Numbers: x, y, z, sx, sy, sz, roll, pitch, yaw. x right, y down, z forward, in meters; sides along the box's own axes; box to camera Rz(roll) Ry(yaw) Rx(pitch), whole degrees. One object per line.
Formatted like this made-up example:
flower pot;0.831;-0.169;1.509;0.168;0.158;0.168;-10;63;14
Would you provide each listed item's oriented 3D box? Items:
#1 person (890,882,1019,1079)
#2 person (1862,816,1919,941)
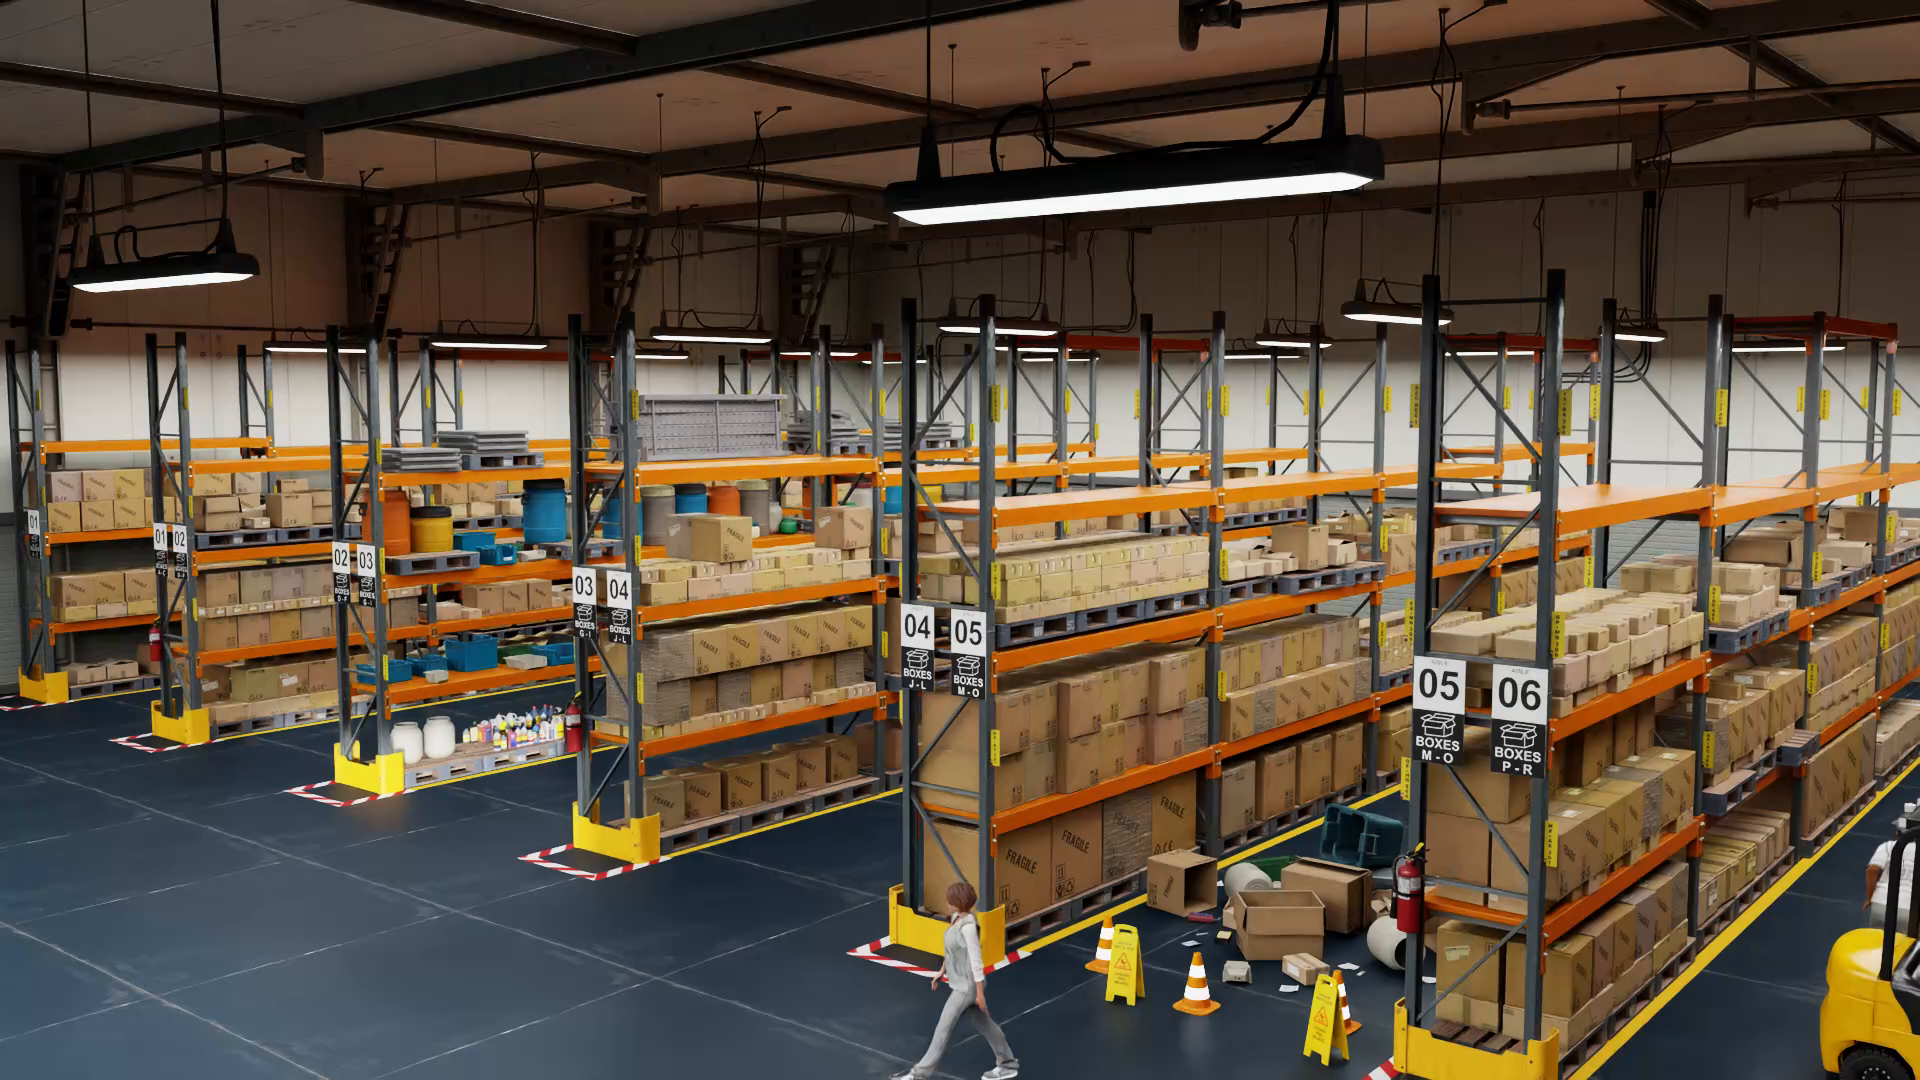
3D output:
person;-0.042;3.276;12.278;0.979;1.540;0.442;0;5;-3
person;7.982;3.130;14.110;0.540;1.558;0.707;4;7;40
